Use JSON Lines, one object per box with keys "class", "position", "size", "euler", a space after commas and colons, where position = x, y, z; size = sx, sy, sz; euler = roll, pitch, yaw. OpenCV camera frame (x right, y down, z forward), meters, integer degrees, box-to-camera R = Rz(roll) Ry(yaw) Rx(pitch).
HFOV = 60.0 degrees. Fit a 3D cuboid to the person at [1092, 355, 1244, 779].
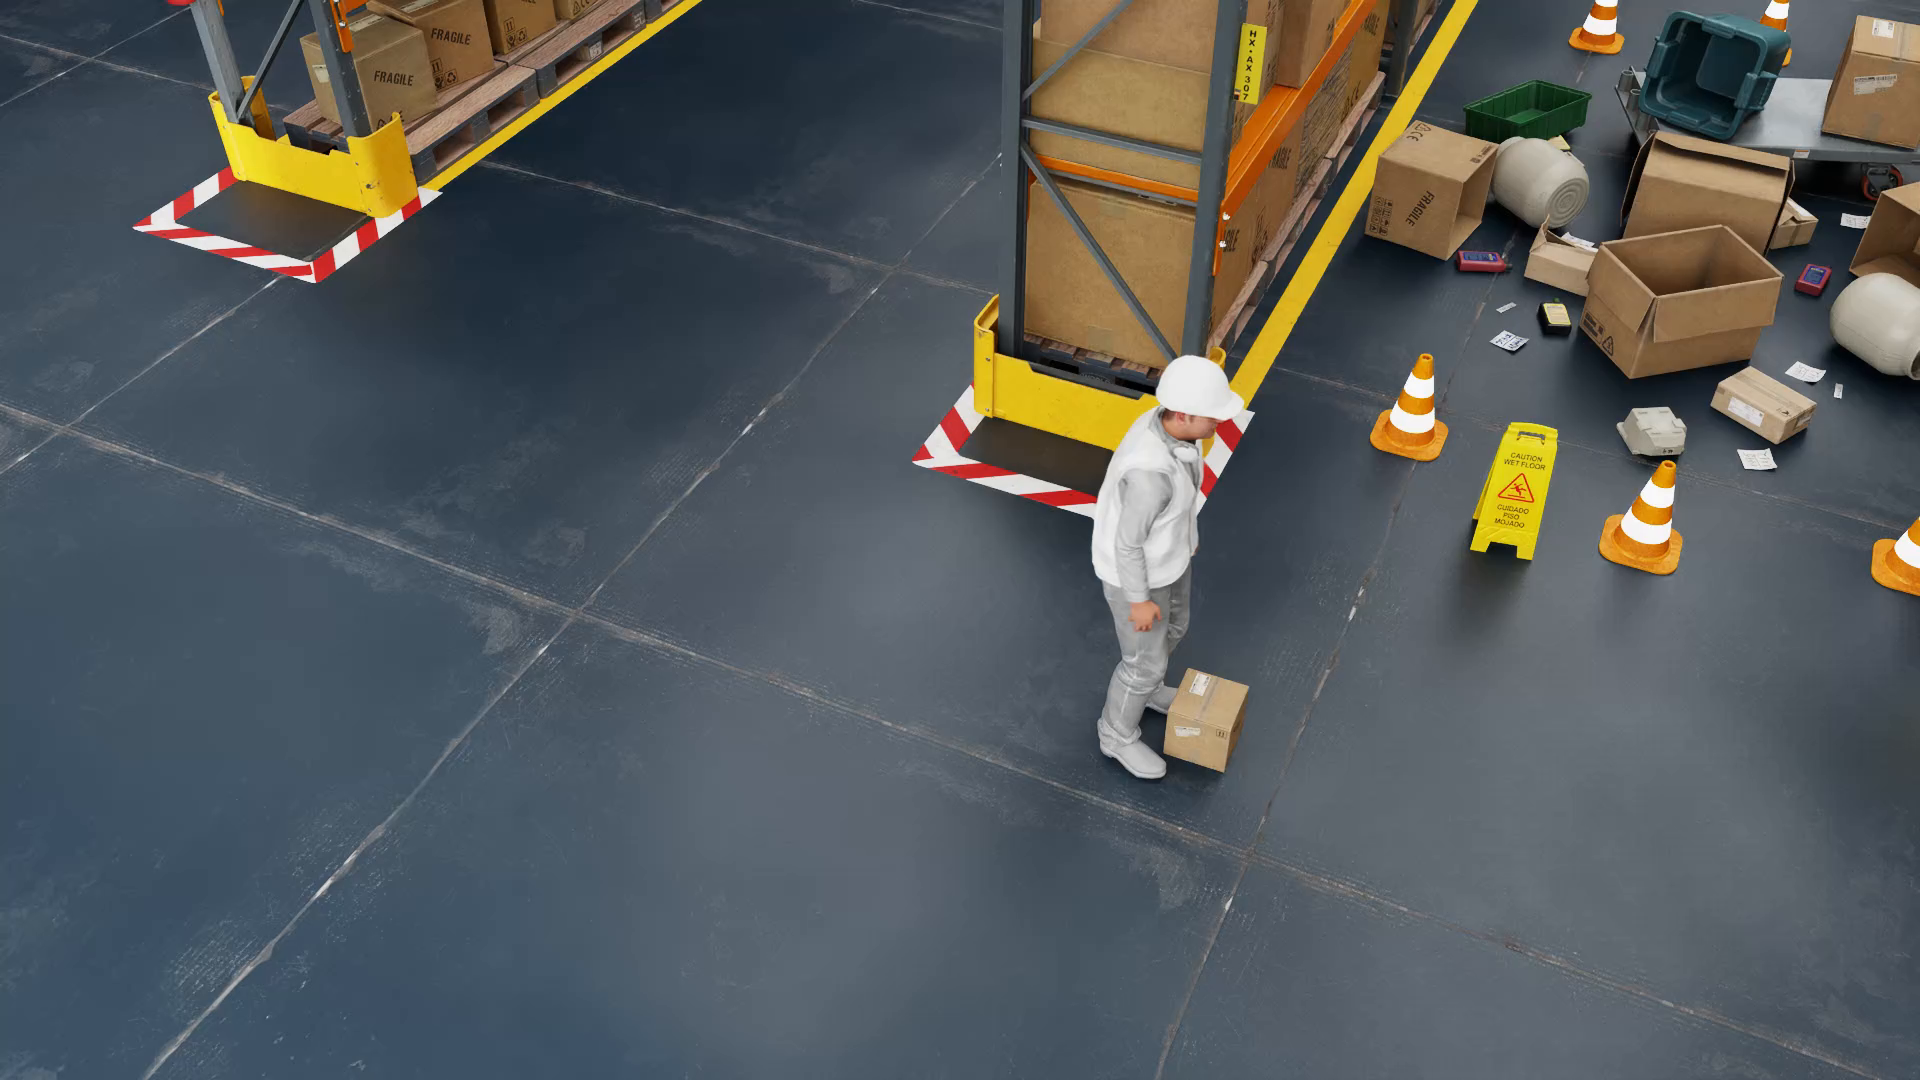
{"class": "person", "position": [0.716, 0.070, 6.062], "size": [0.462, 1.770, 0.579], "euler": [16, 44, 17]}
